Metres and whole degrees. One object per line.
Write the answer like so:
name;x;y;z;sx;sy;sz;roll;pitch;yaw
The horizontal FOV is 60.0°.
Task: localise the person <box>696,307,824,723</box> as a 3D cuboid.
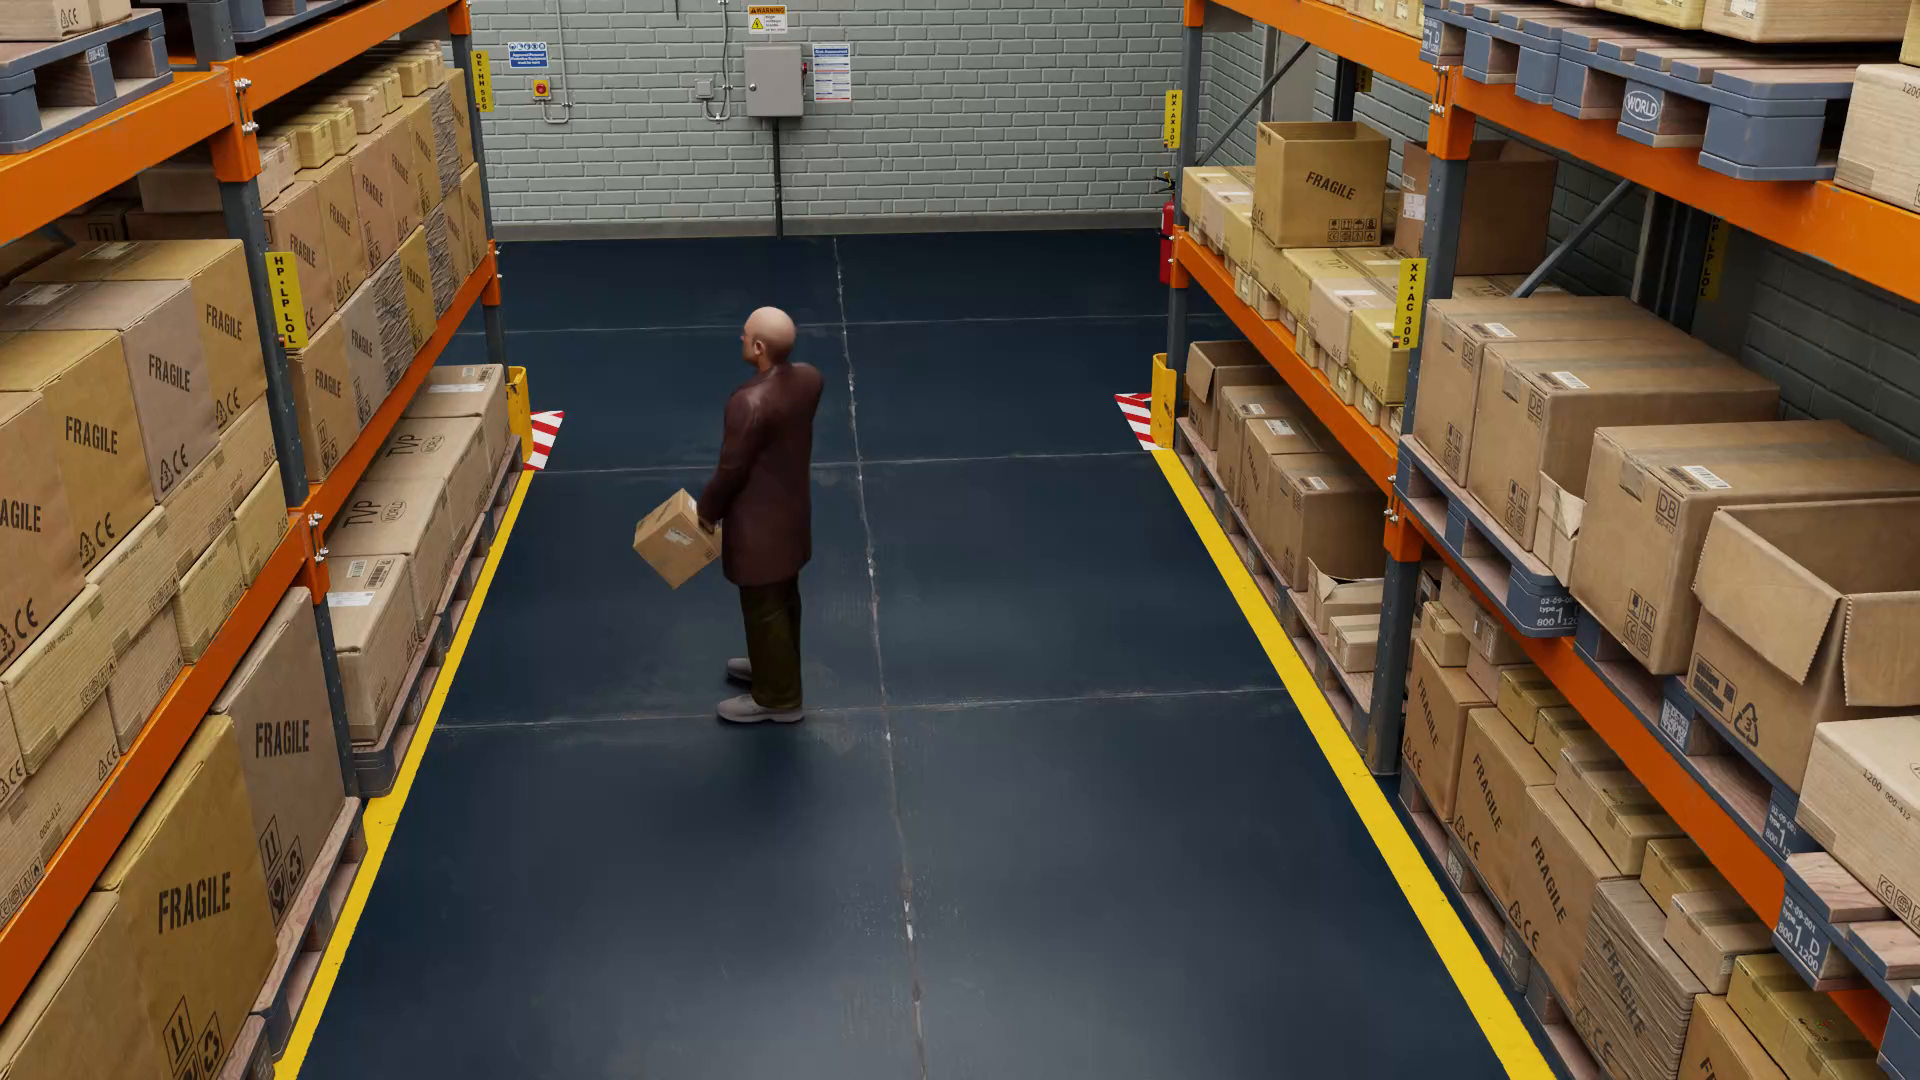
person;-0.874;-0.108;6.841;0.557;1.781;0.579;11;26;24
